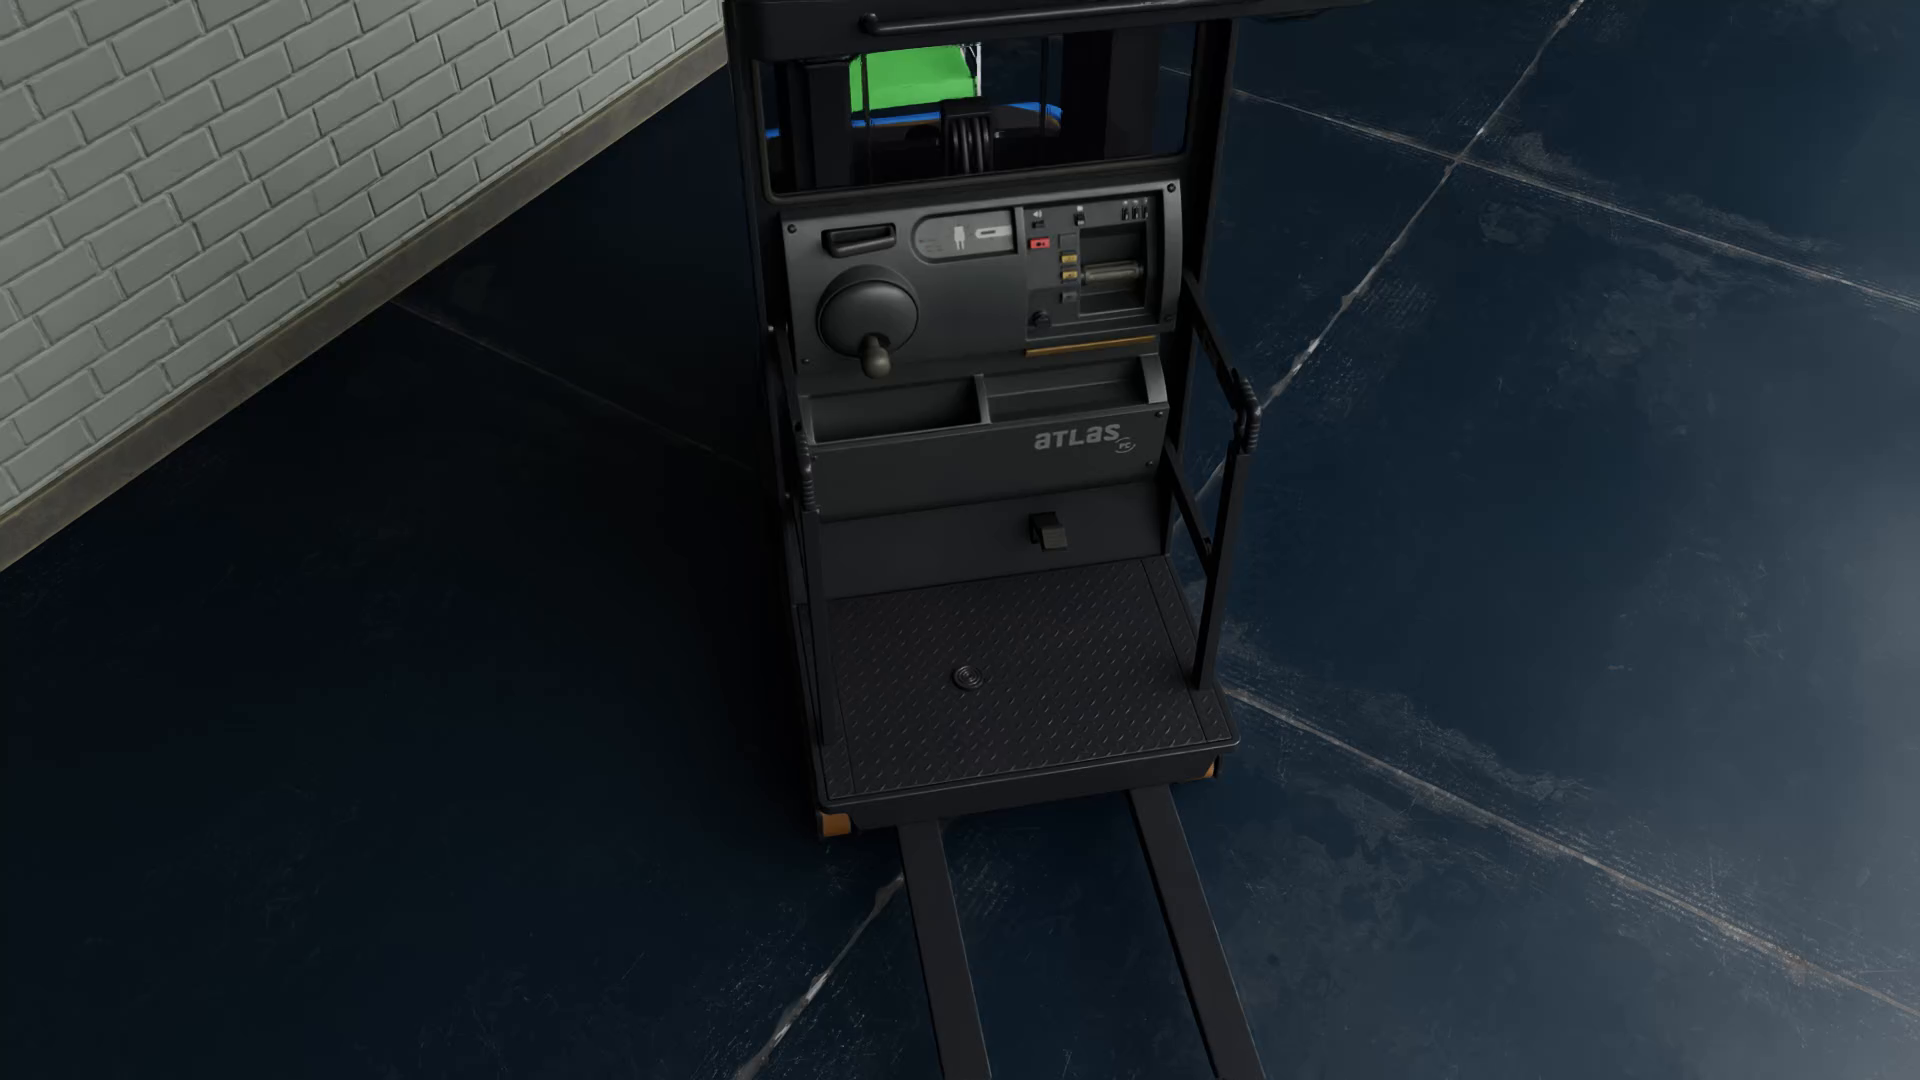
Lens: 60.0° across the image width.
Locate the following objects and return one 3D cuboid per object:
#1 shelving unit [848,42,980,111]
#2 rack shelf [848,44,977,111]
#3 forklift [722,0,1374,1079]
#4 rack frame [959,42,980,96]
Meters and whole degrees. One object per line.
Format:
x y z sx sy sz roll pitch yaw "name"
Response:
-0.203 -1.113 5.486 0.503 1.200 0.258 -9 44 -9 "shelving unit"
-0.208 -1.418 5.203 0.480 0.148 0.258 -9 44 -9 "rack shelf"
0.101 -0.517 3.709 1.130 2.935 3.031 -8 46 -7 "forklift"
0.034 -1.152 5.524 0.015 1.200 0.240 -9 44 -9 "rack frame"
